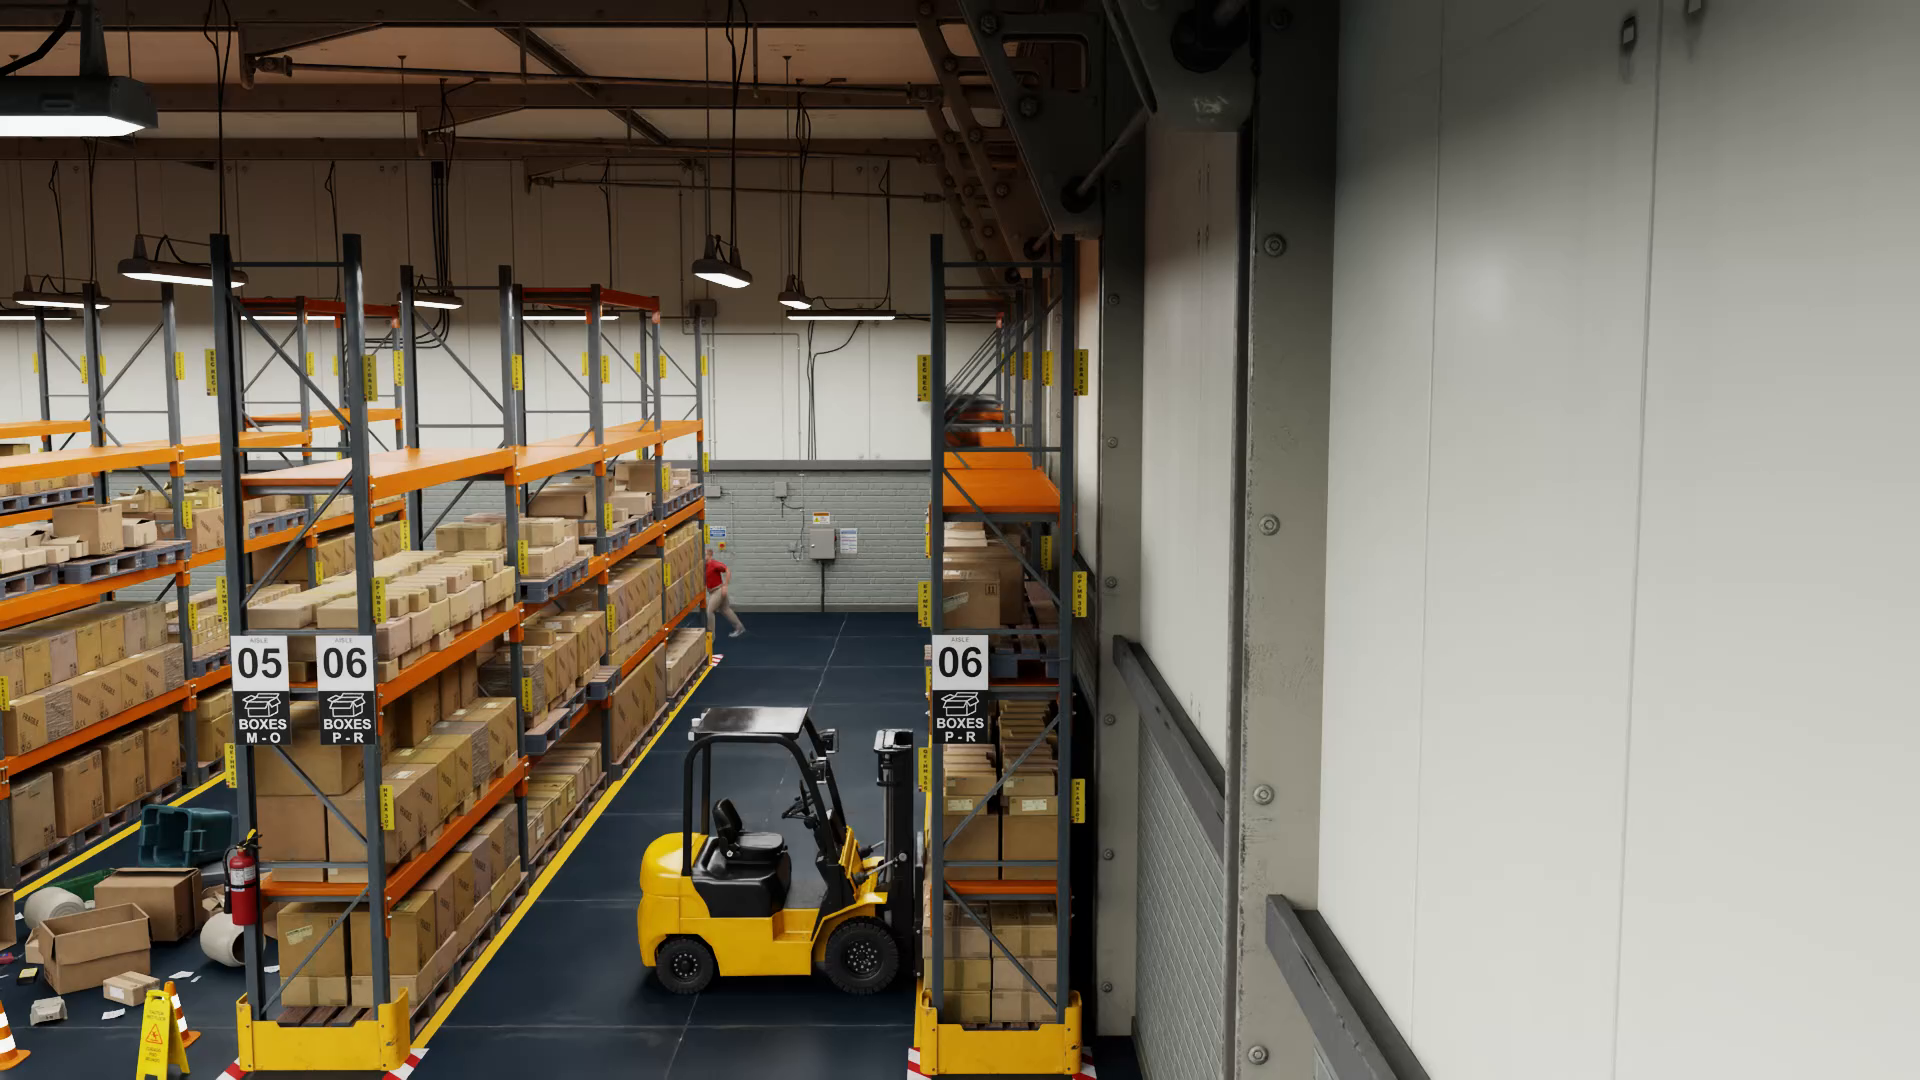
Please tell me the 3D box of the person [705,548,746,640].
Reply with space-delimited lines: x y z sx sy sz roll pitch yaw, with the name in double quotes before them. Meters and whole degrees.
"person" -4.385 0.995 30.216 1.001 1.708 0.667 -2 7 -18
